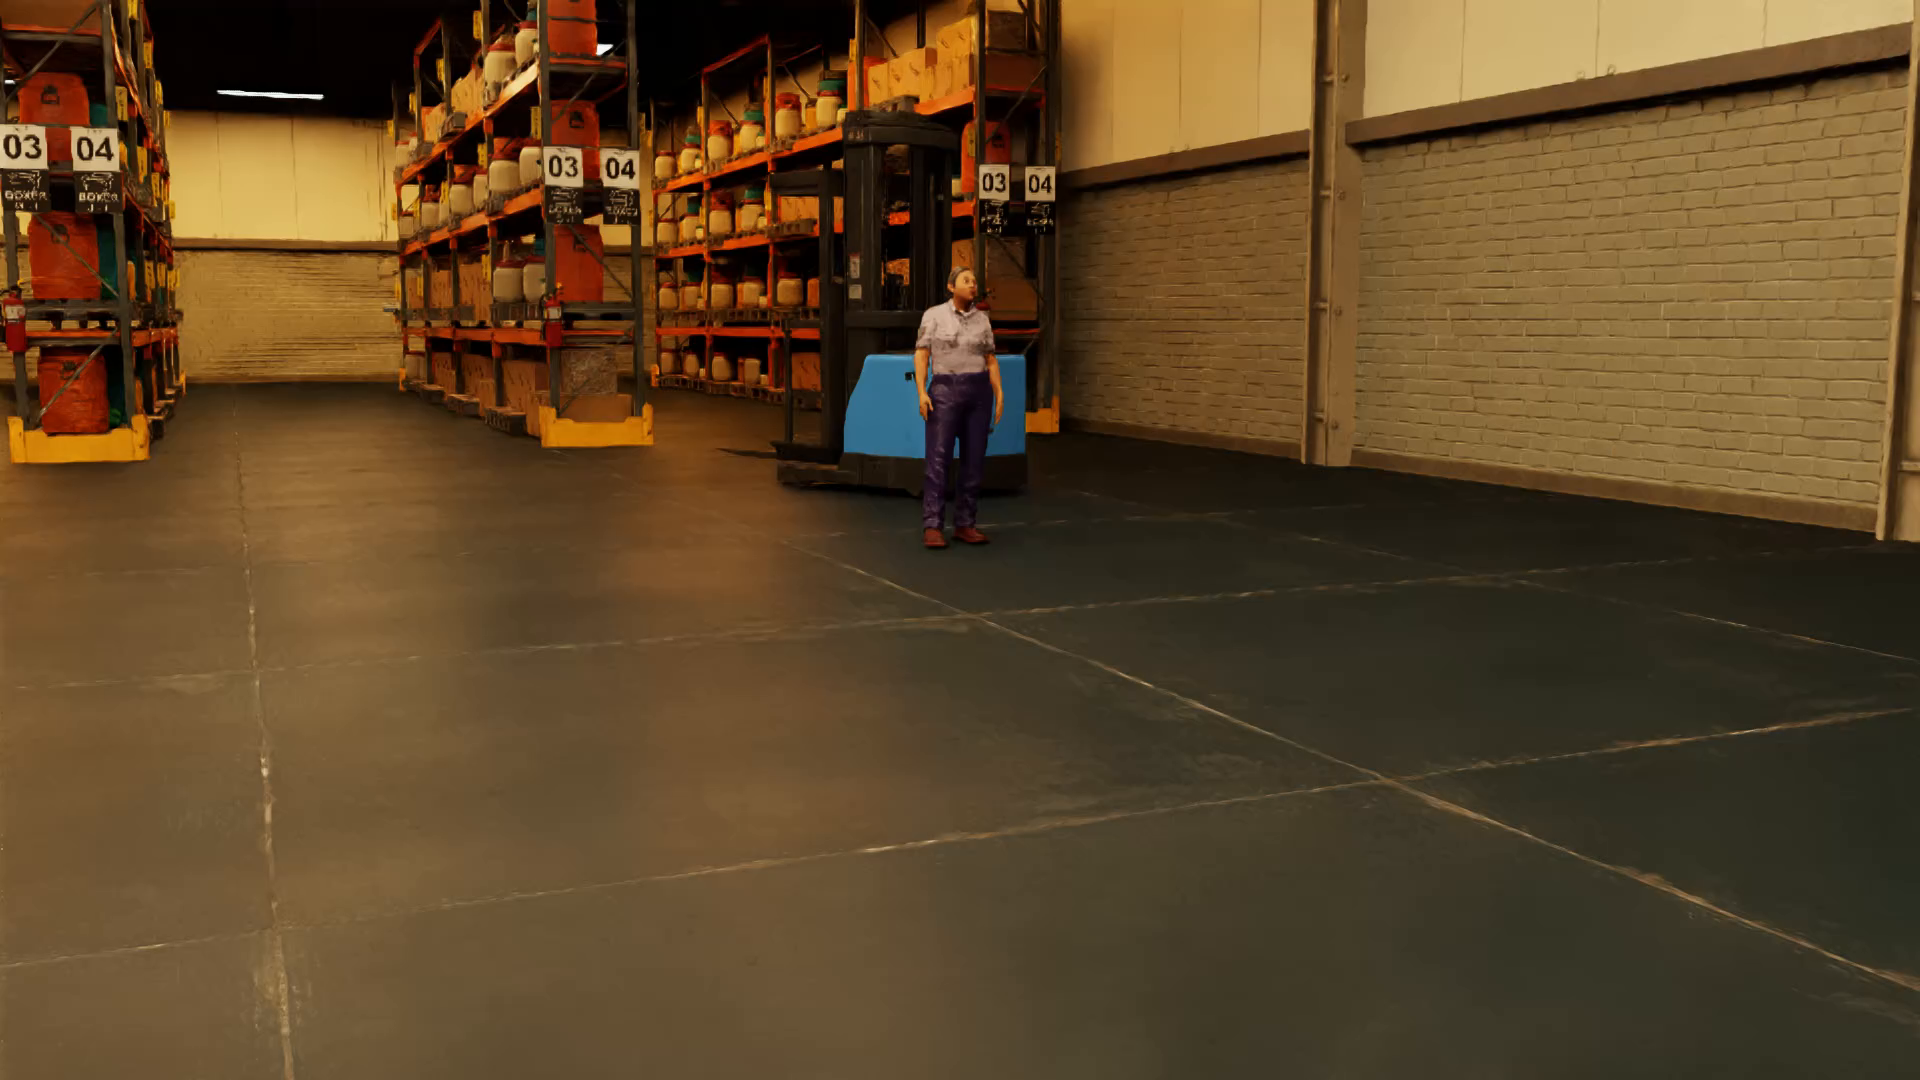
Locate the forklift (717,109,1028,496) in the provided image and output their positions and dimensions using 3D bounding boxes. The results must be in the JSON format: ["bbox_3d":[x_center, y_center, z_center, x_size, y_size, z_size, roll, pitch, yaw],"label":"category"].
[{"bbox_3d":[-0.848,-1.924,13.535,1.130,2.935,3.031,-7,10,-43],"label":"forklift"}]

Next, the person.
[{"bbox_3d":[0.010,-0.811,9.952,0.587,1.650,0.502,-3,8,-23],"label":"person"}]
